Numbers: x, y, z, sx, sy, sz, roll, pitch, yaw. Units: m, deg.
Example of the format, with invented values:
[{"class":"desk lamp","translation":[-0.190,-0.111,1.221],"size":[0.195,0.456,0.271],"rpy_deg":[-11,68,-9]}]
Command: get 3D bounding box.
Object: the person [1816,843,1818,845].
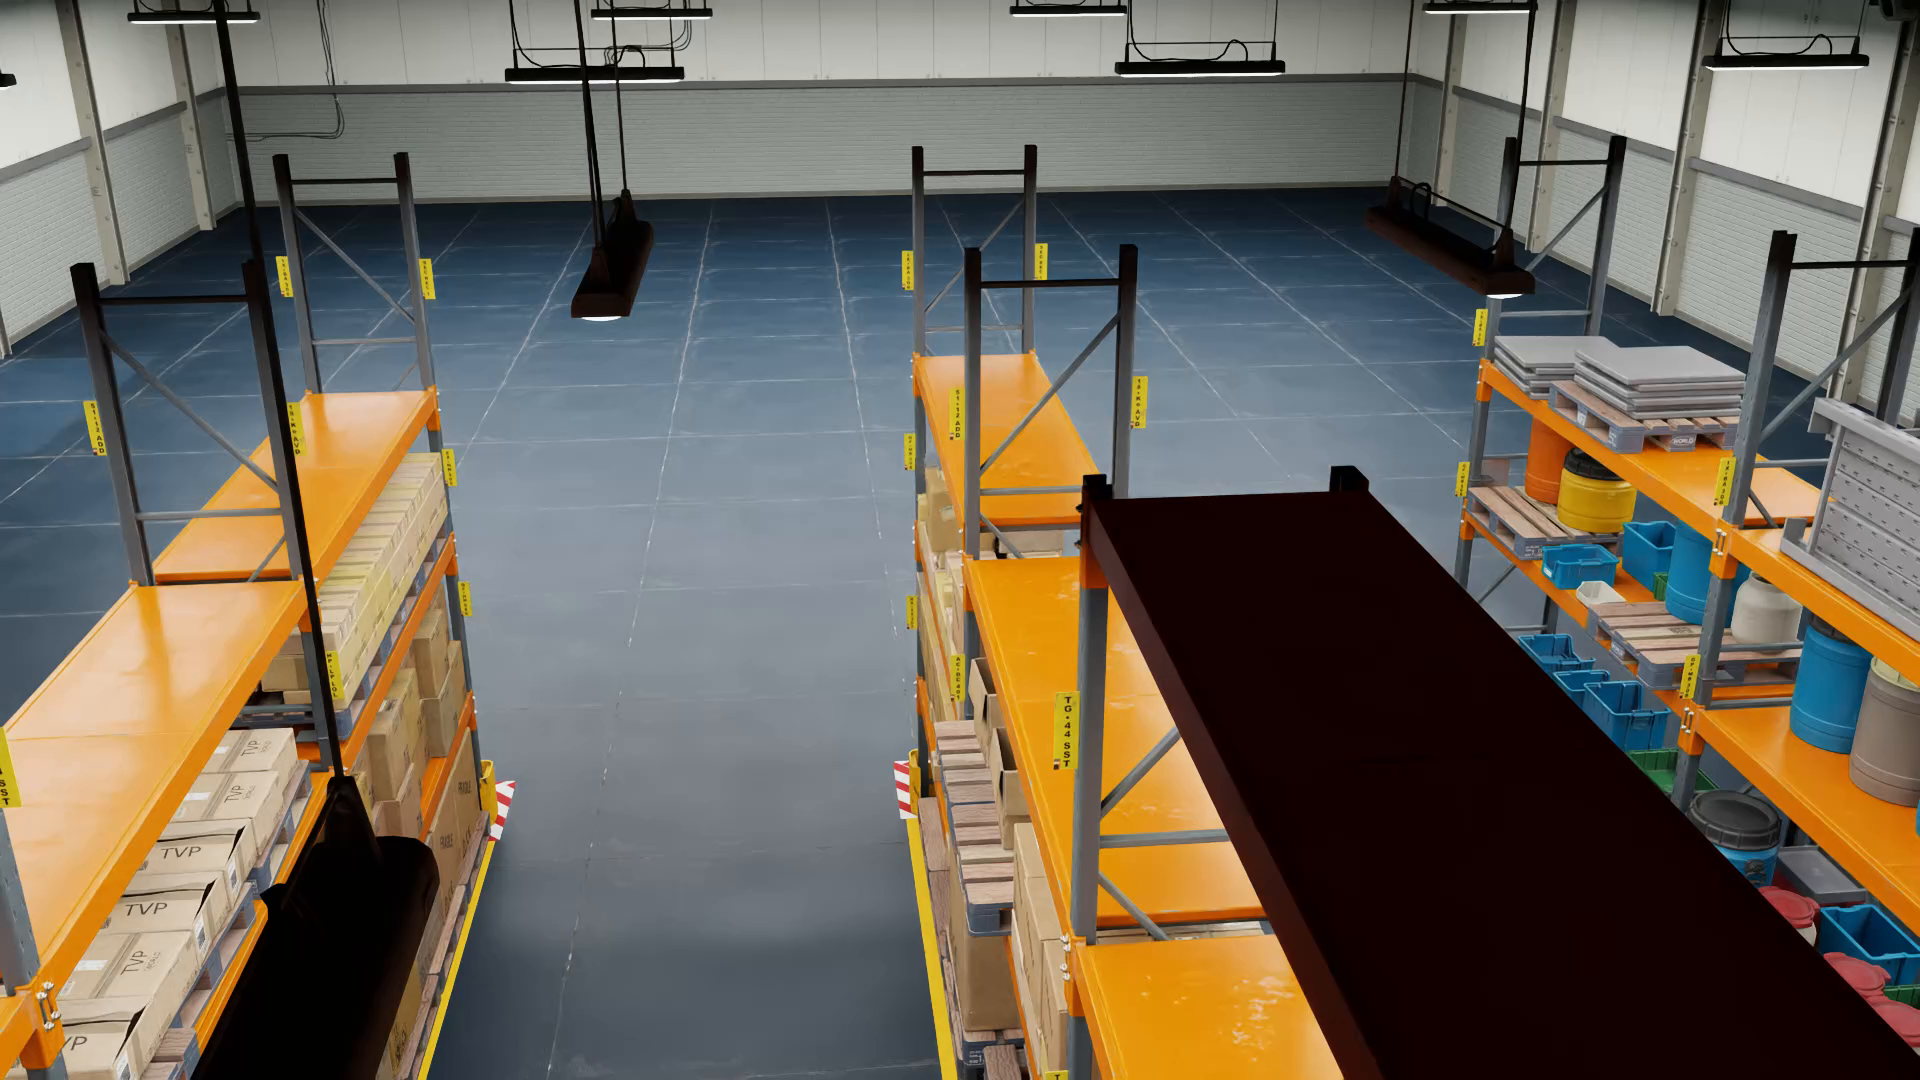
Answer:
[{"class":"person","translation":[7.098,2.408,13.275],"size":[0.654,1.704,0.589],"rpy_deg":[-5,22,-12]}]
